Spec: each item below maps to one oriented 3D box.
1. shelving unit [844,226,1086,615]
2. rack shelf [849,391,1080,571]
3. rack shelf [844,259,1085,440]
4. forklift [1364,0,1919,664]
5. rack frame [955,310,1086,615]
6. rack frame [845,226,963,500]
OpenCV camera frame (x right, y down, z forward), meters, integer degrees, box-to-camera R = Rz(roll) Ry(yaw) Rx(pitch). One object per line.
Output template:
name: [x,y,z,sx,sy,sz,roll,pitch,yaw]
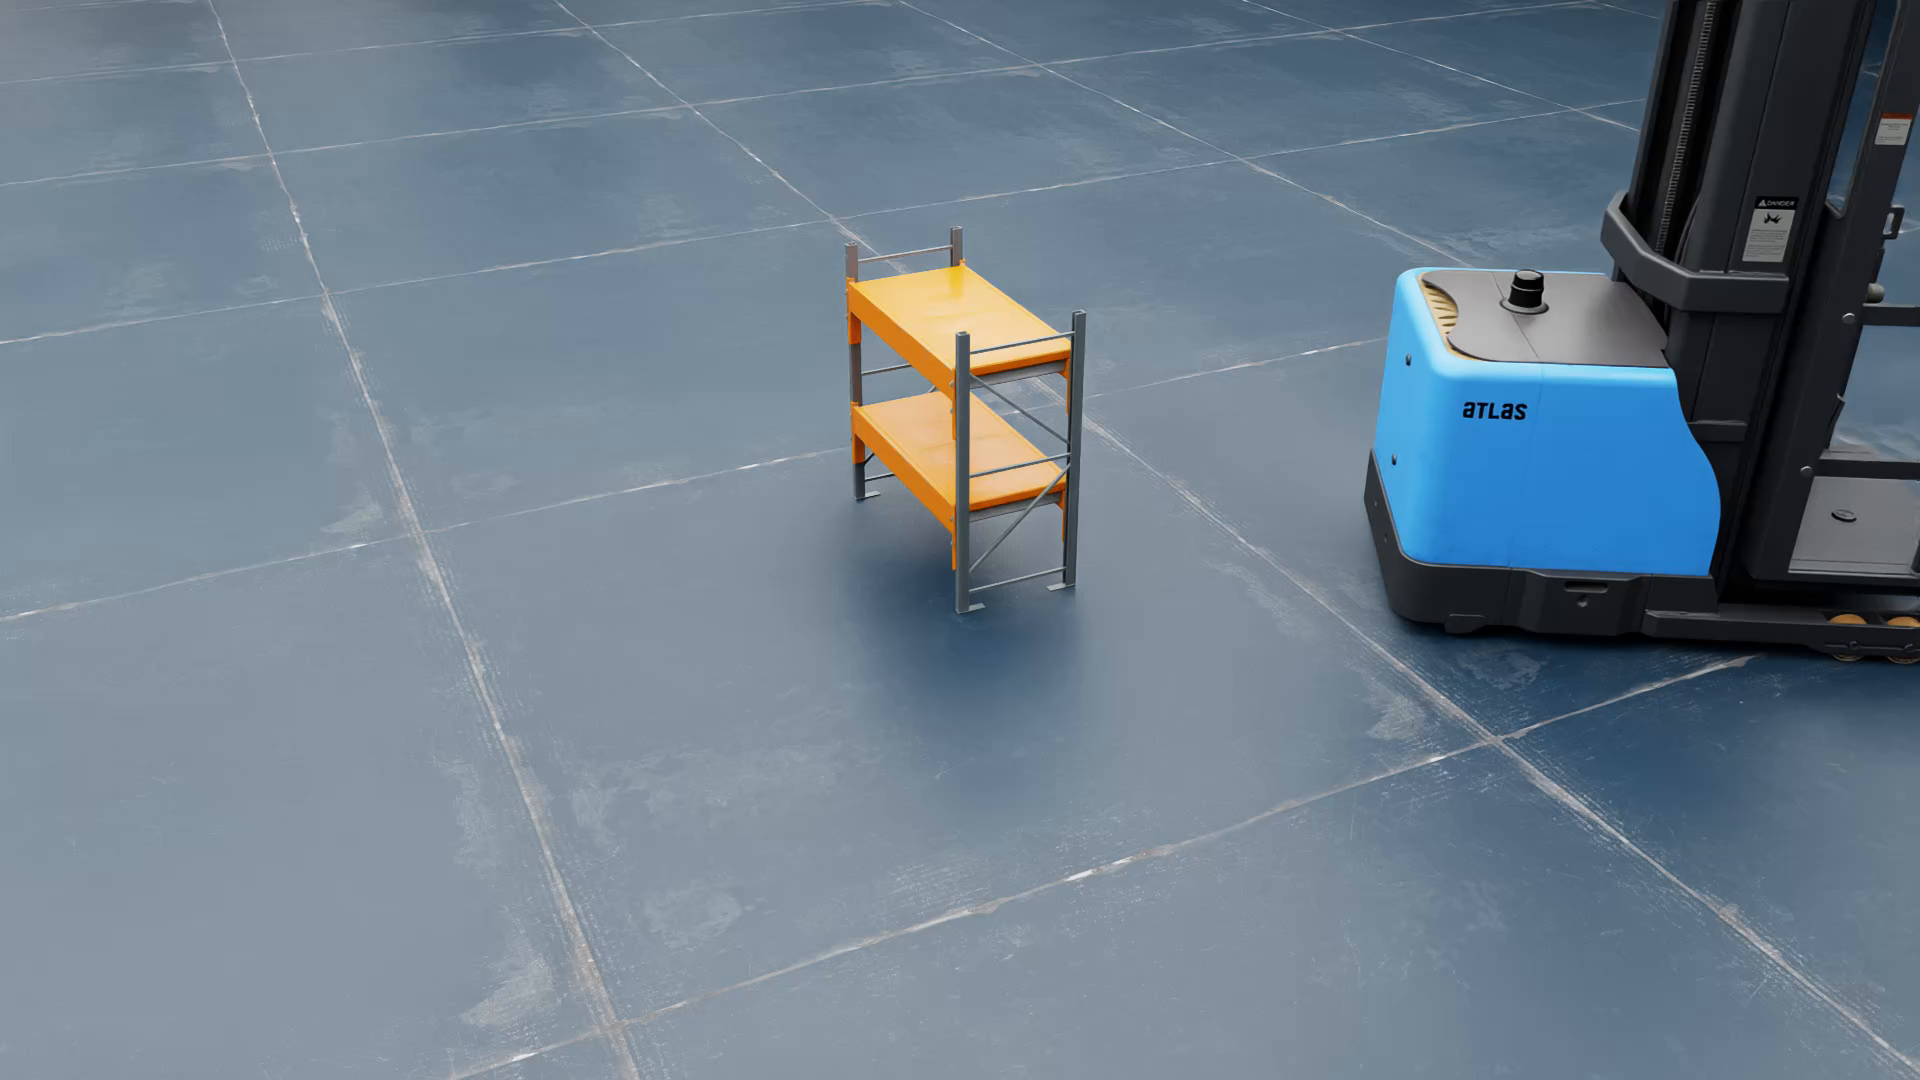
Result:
shelving unit: [-0.003,-0.494,6.480,0.538,1.125,1.048,-13,32,-22]
rack shelf: [-0.003,-0.280,6.600,0.538,0.278,1.000,-13,32,-22]
rack shelf: [-0.003,-0.749,6.337,0.538,0.278,1.000,-13,32,-22]
forklift: [3.145,-1.108,5.729,3.031,2.935,1.130,3,29,5]
rack frame: [0.215,-0.269,6.080,0.500,1.125,0.032,-13,32,-22]
rack frame: [-0.221,-0.718,6.881,0.500,1.125,0.032,-13,32,-22]
